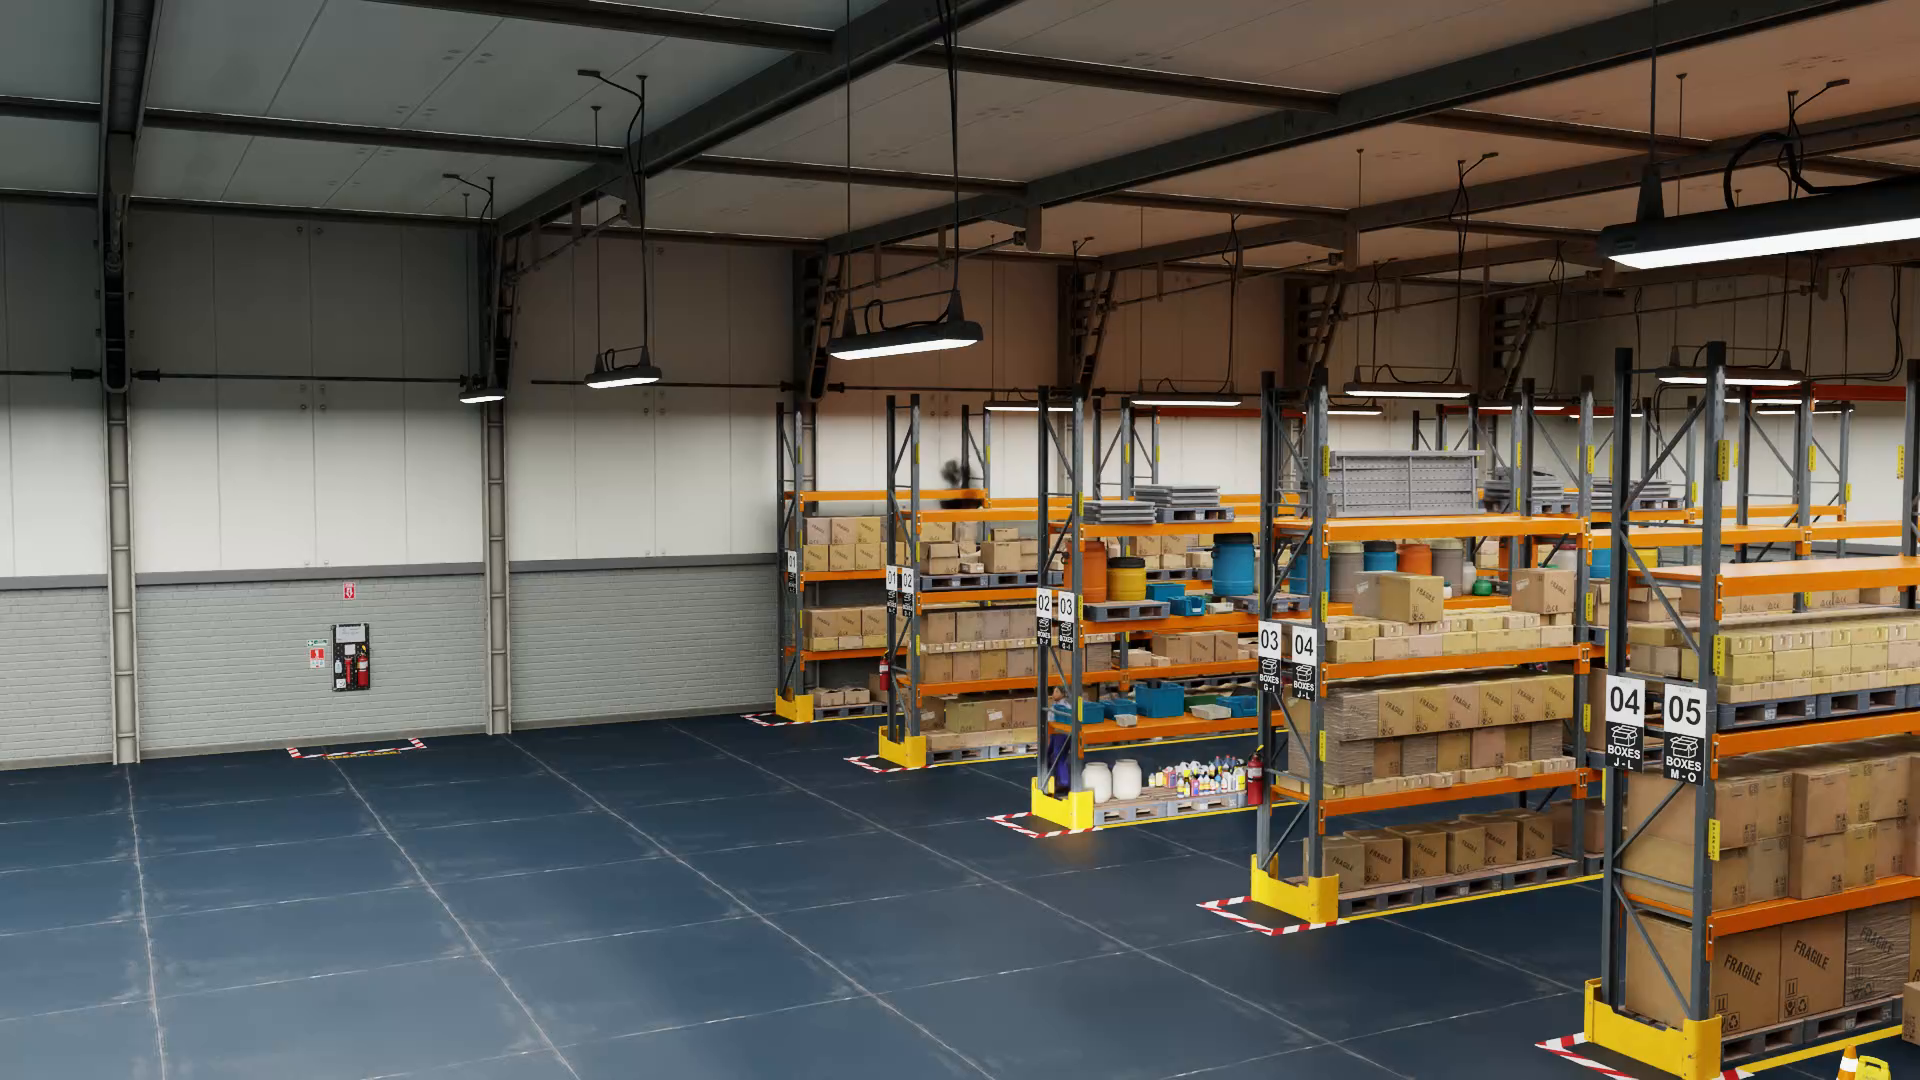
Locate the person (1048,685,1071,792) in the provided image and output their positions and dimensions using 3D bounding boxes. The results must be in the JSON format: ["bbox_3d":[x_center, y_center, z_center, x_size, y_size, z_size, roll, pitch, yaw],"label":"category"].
[{"bbox_3d":[1.418,2.958,24.762,0.556,1.600,0.606,-3,4,-38],"label":"person"}]
